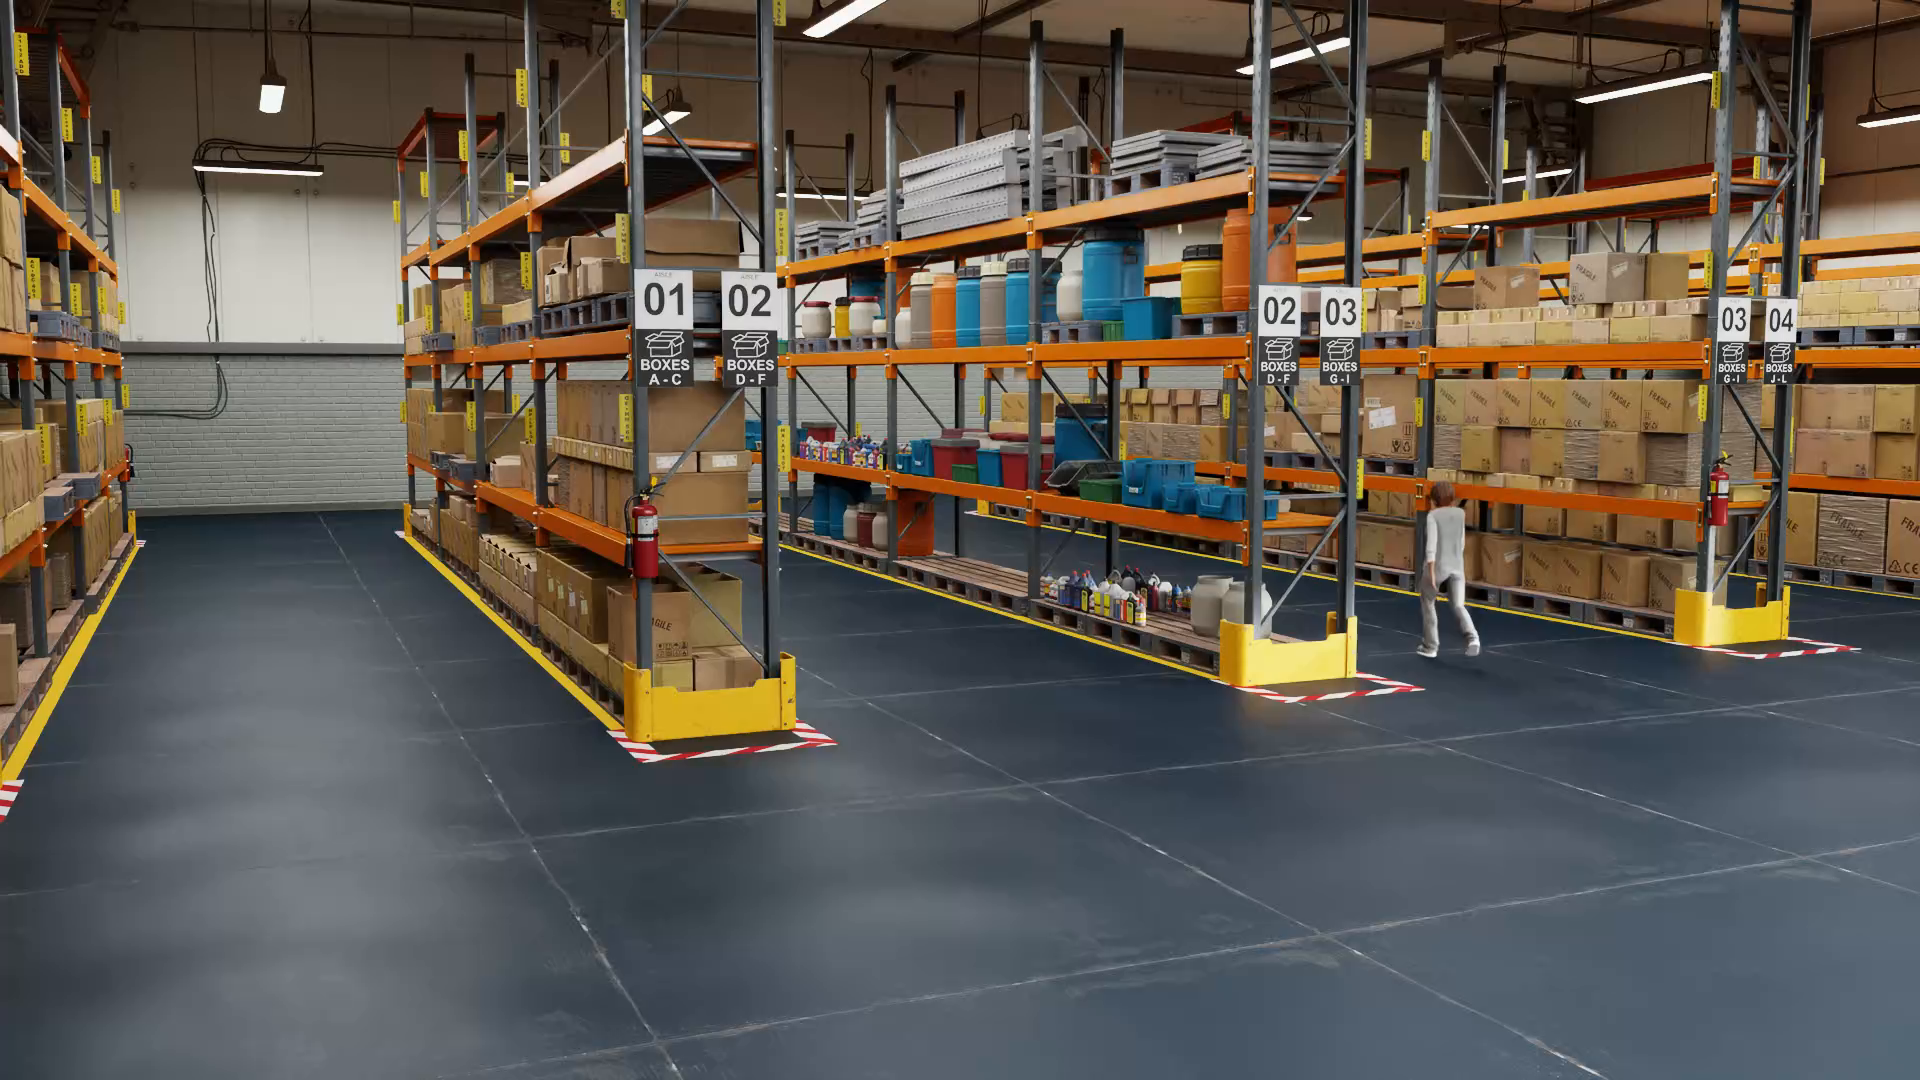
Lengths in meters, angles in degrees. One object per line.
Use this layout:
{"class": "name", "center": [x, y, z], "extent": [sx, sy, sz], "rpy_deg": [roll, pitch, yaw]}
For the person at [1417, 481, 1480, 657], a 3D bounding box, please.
{"class": "person", "center": [4.201, 0.269, 14.375], "extent": [0.418, 1.559, 0.832], "rpy_deg": [-1, 6, -12]}
